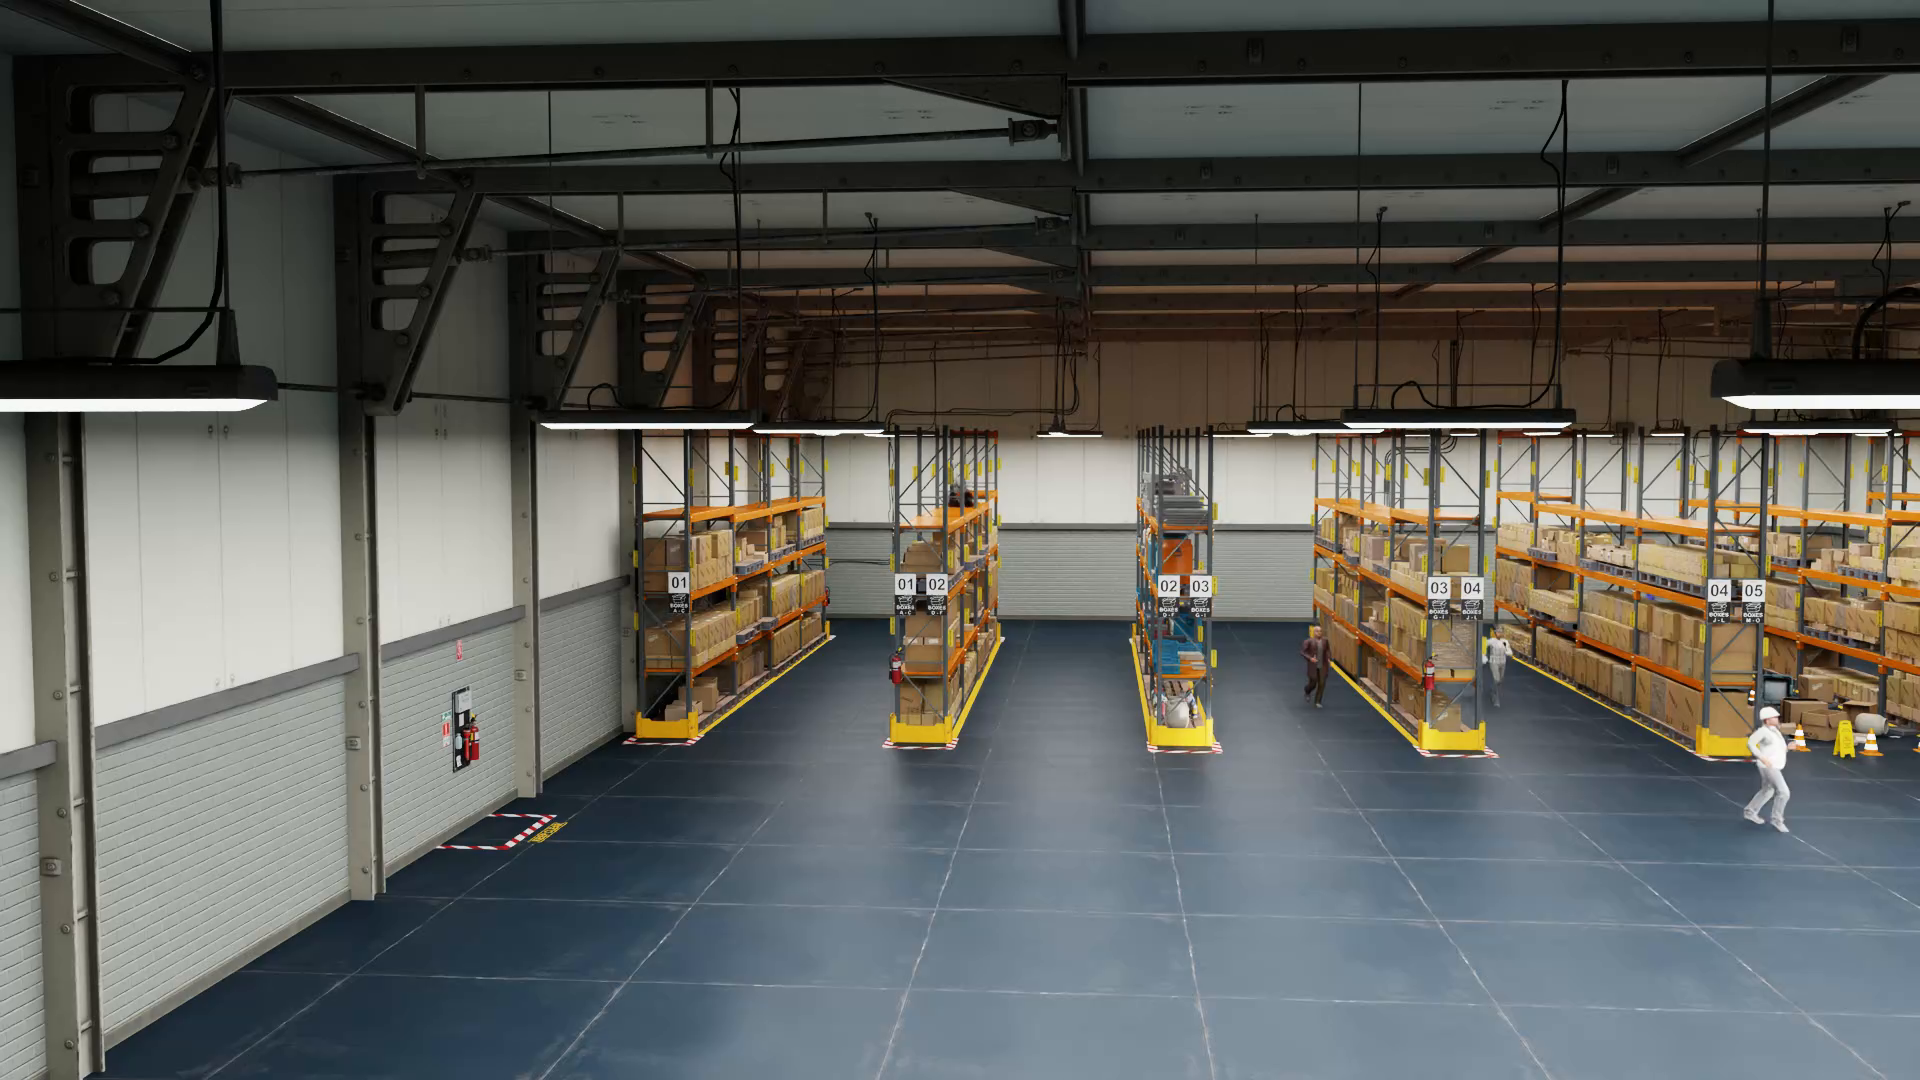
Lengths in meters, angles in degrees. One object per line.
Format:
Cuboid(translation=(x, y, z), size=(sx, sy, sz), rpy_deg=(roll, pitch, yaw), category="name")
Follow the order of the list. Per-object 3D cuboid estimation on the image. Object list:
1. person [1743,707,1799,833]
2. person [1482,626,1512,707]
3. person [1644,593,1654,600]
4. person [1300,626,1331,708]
Cuboid(translation=(11.906, 3.369, 24.424), size=(0.731, 1.831, 0.639), rpy_deg=(3, 4, 36), category="person")
Cuboid(translation=(11.606, 2.719, 35.924), size=(0.582, 1.755, 0.758), rpy_deg=(0, 3, -7), category="person")
Cuboid(translation=(19.505, 2.090, 47.308), size=(0.505, 1.595, 0.620), rpy_deg=(0, 3, 3), category="person")
Cuboid(translation=(7.636, 2.708, 35.637), size=(0.709, 1.737, 0.757), rpy_deg=(-1, 3, -9), category="person")
